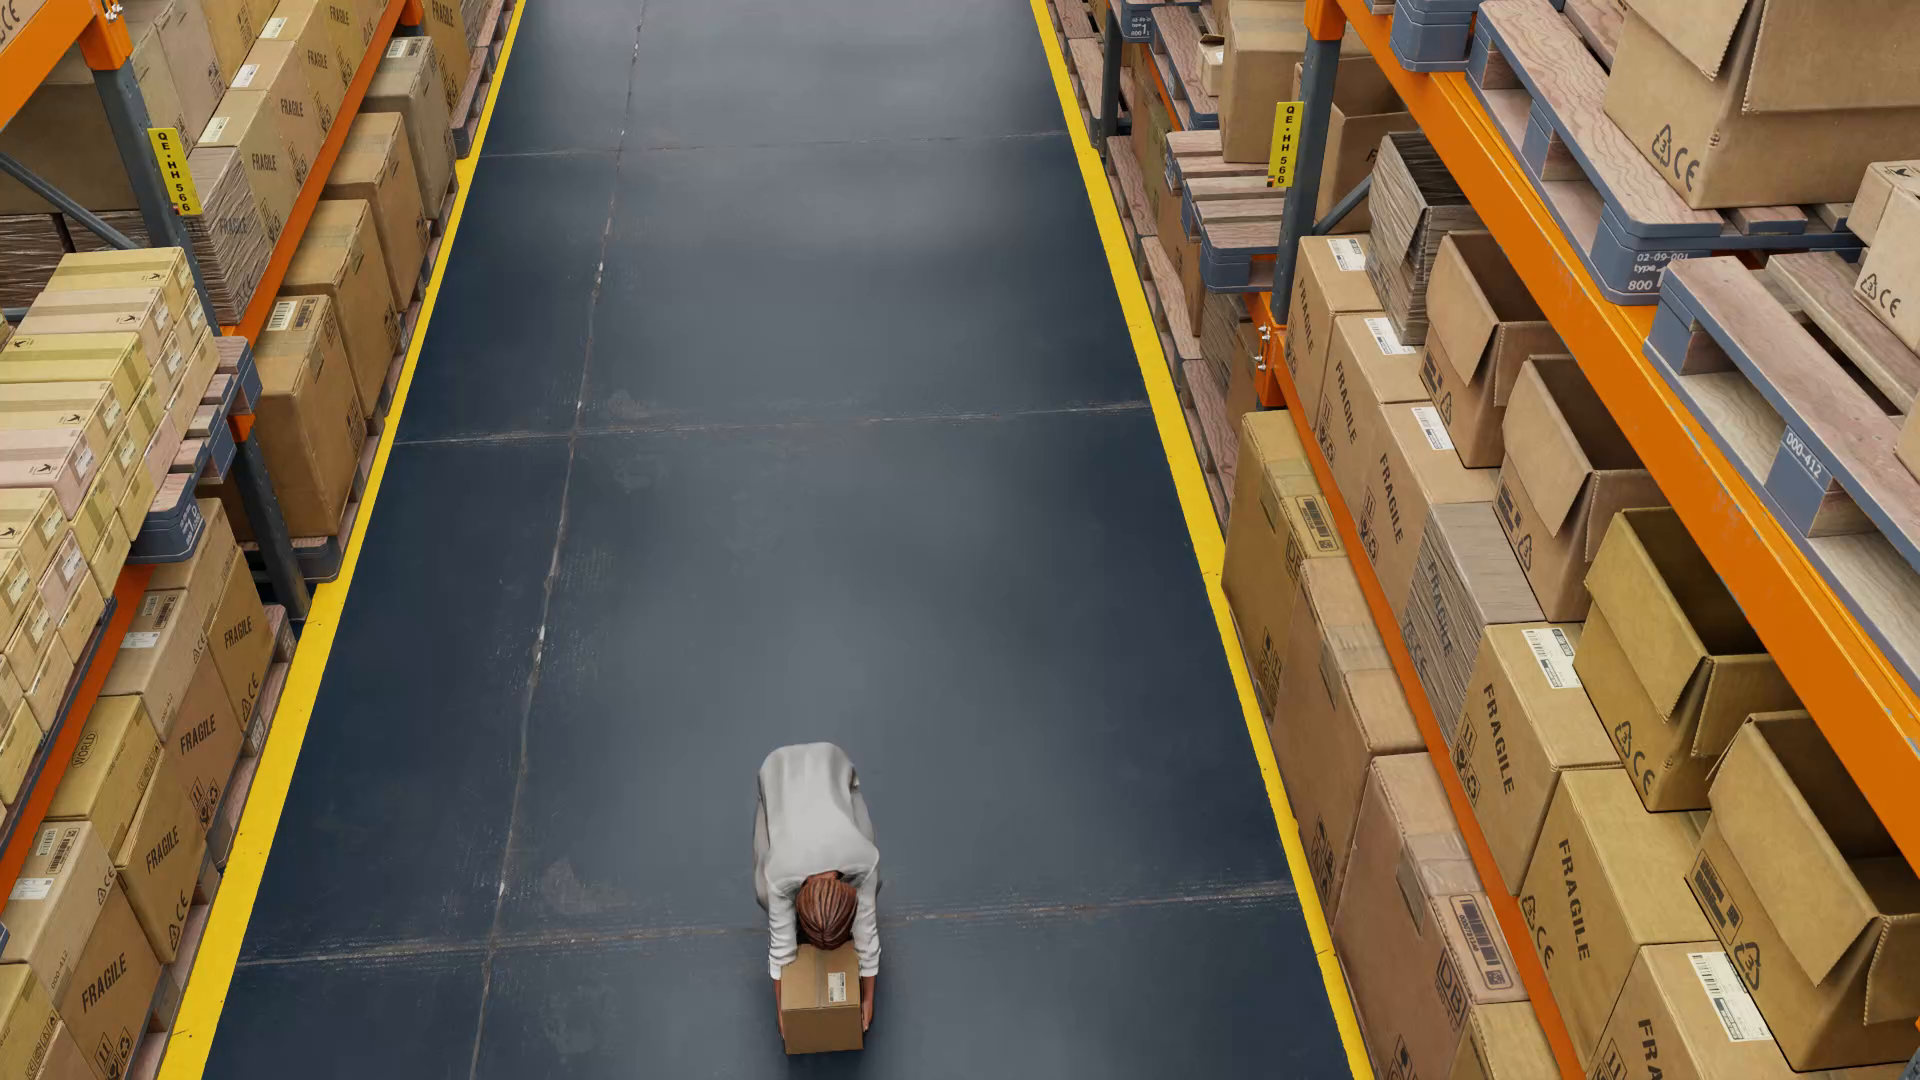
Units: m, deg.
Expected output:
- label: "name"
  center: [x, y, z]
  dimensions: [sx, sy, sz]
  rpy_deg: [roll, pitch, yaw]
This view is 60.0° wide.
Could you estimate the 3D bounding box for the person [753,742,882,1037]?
- label: "person"
  center: [-0.472, 1.129, 5.533]
  dimensions: [0.421, 0.715, 0.869]
  rpy_deg: [-4, 40, -5]
